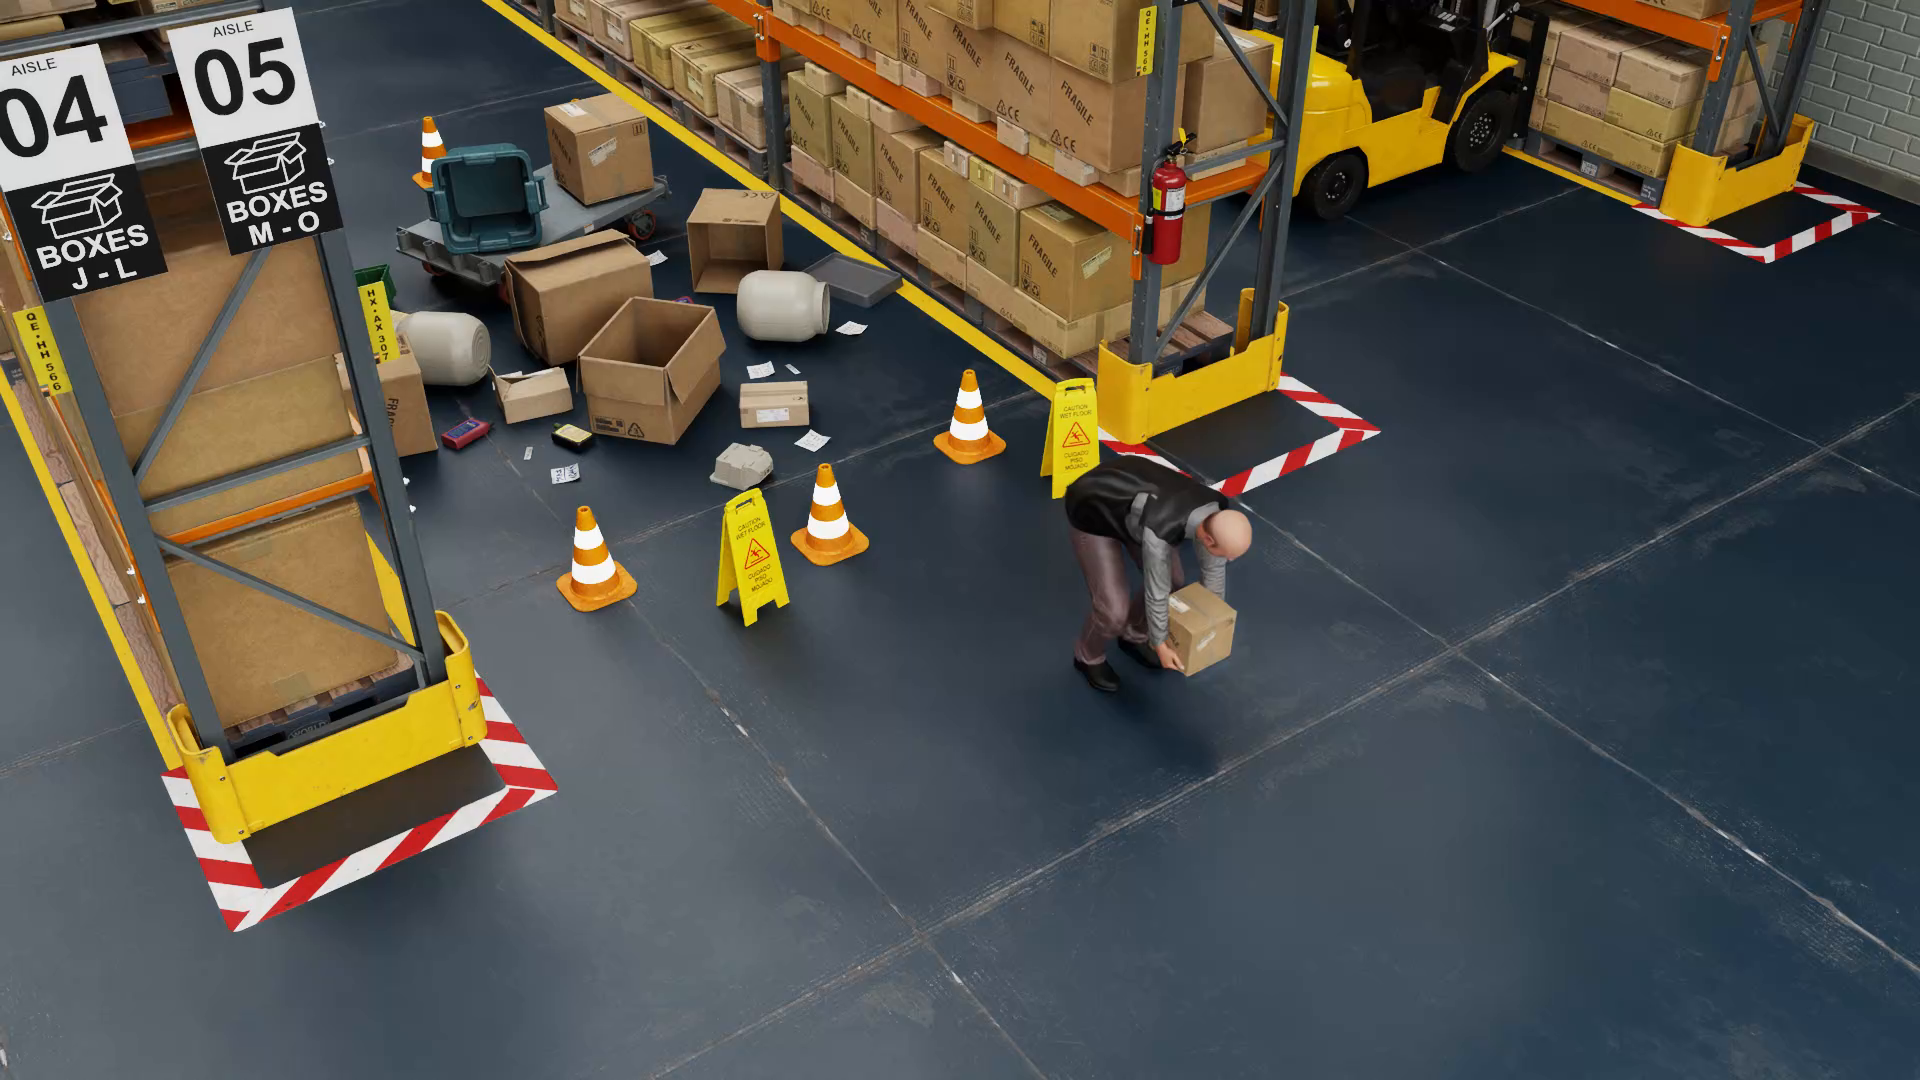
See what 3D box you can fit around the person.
[{"bbox_3d":[0.853,0.196,7.229,0.485,1.164,0.937,-24,43,-29],"label":"person"}]
